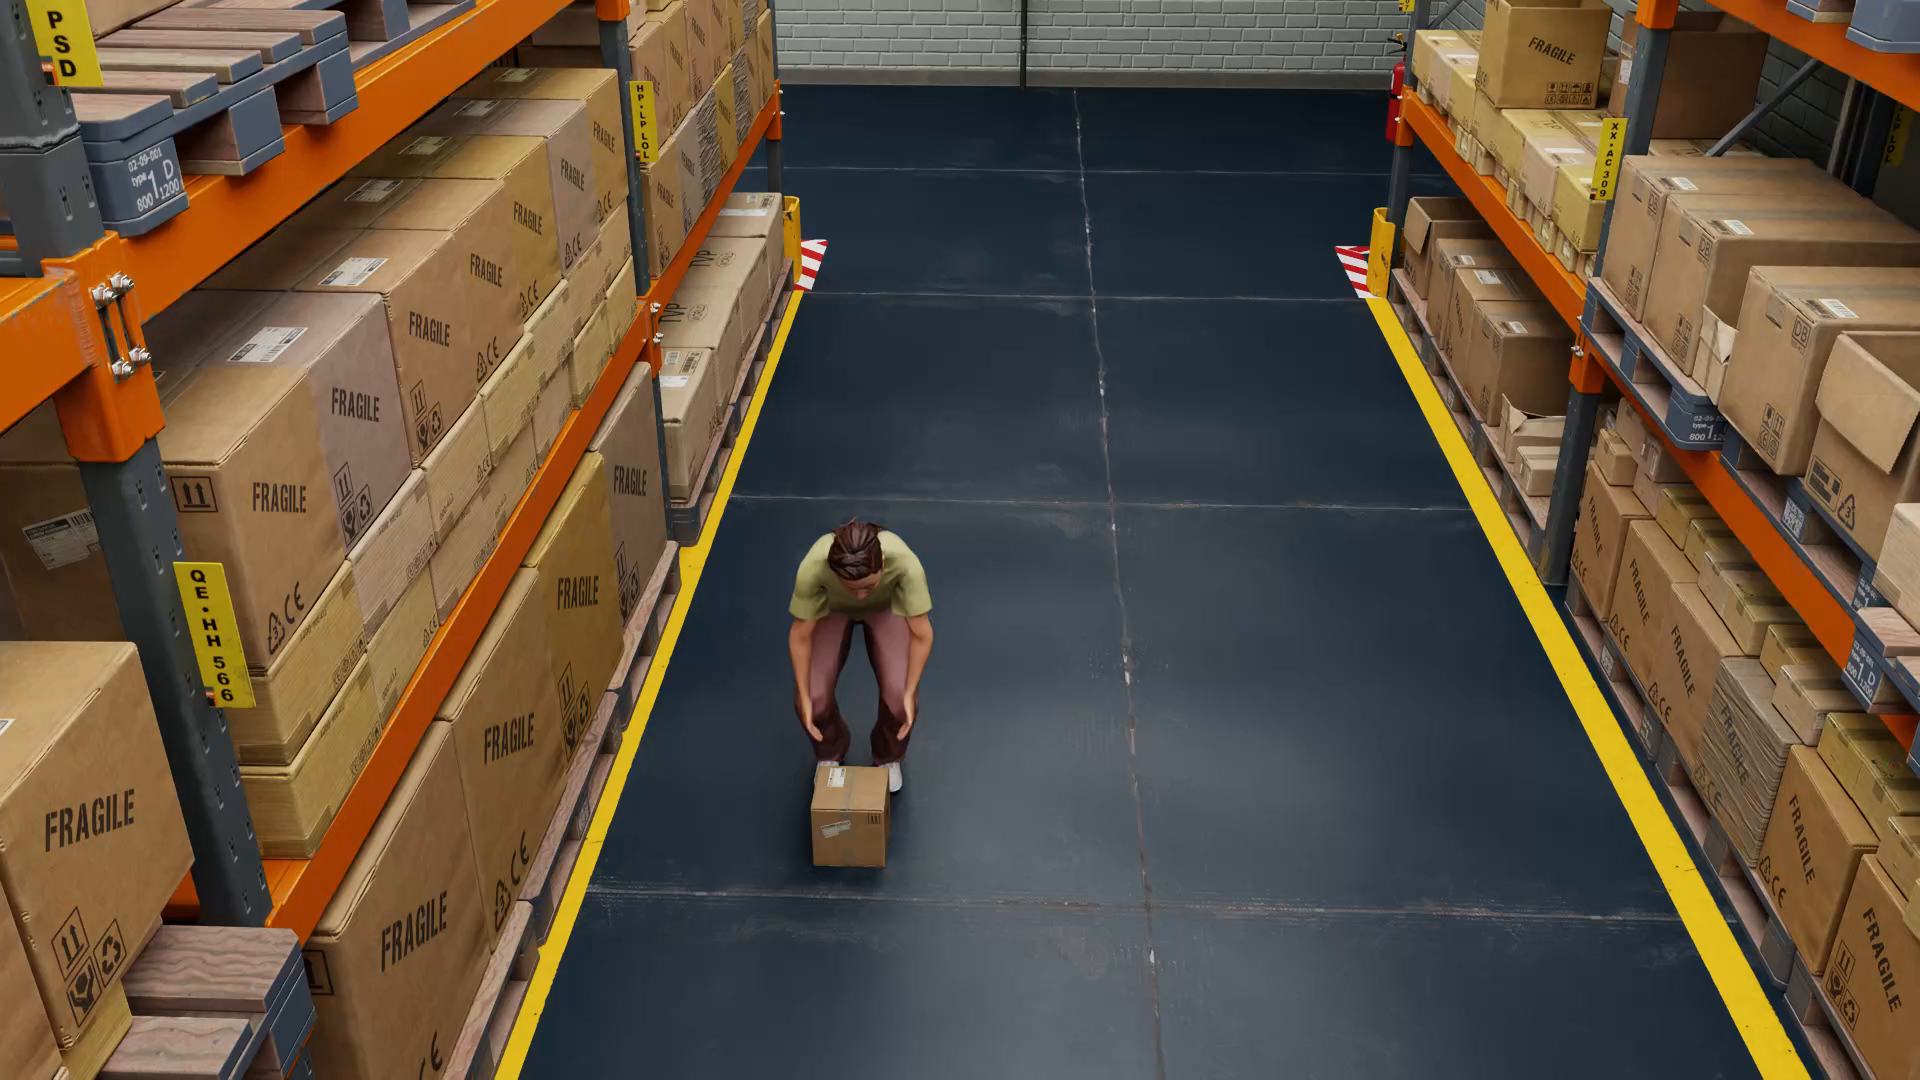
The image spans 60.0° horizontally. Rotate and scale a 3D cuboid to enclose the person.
[{"bbox_3d":[-0.341,0.431,5.988,0.506,1.046,0.729,1,28,2],"label":"person"}]
